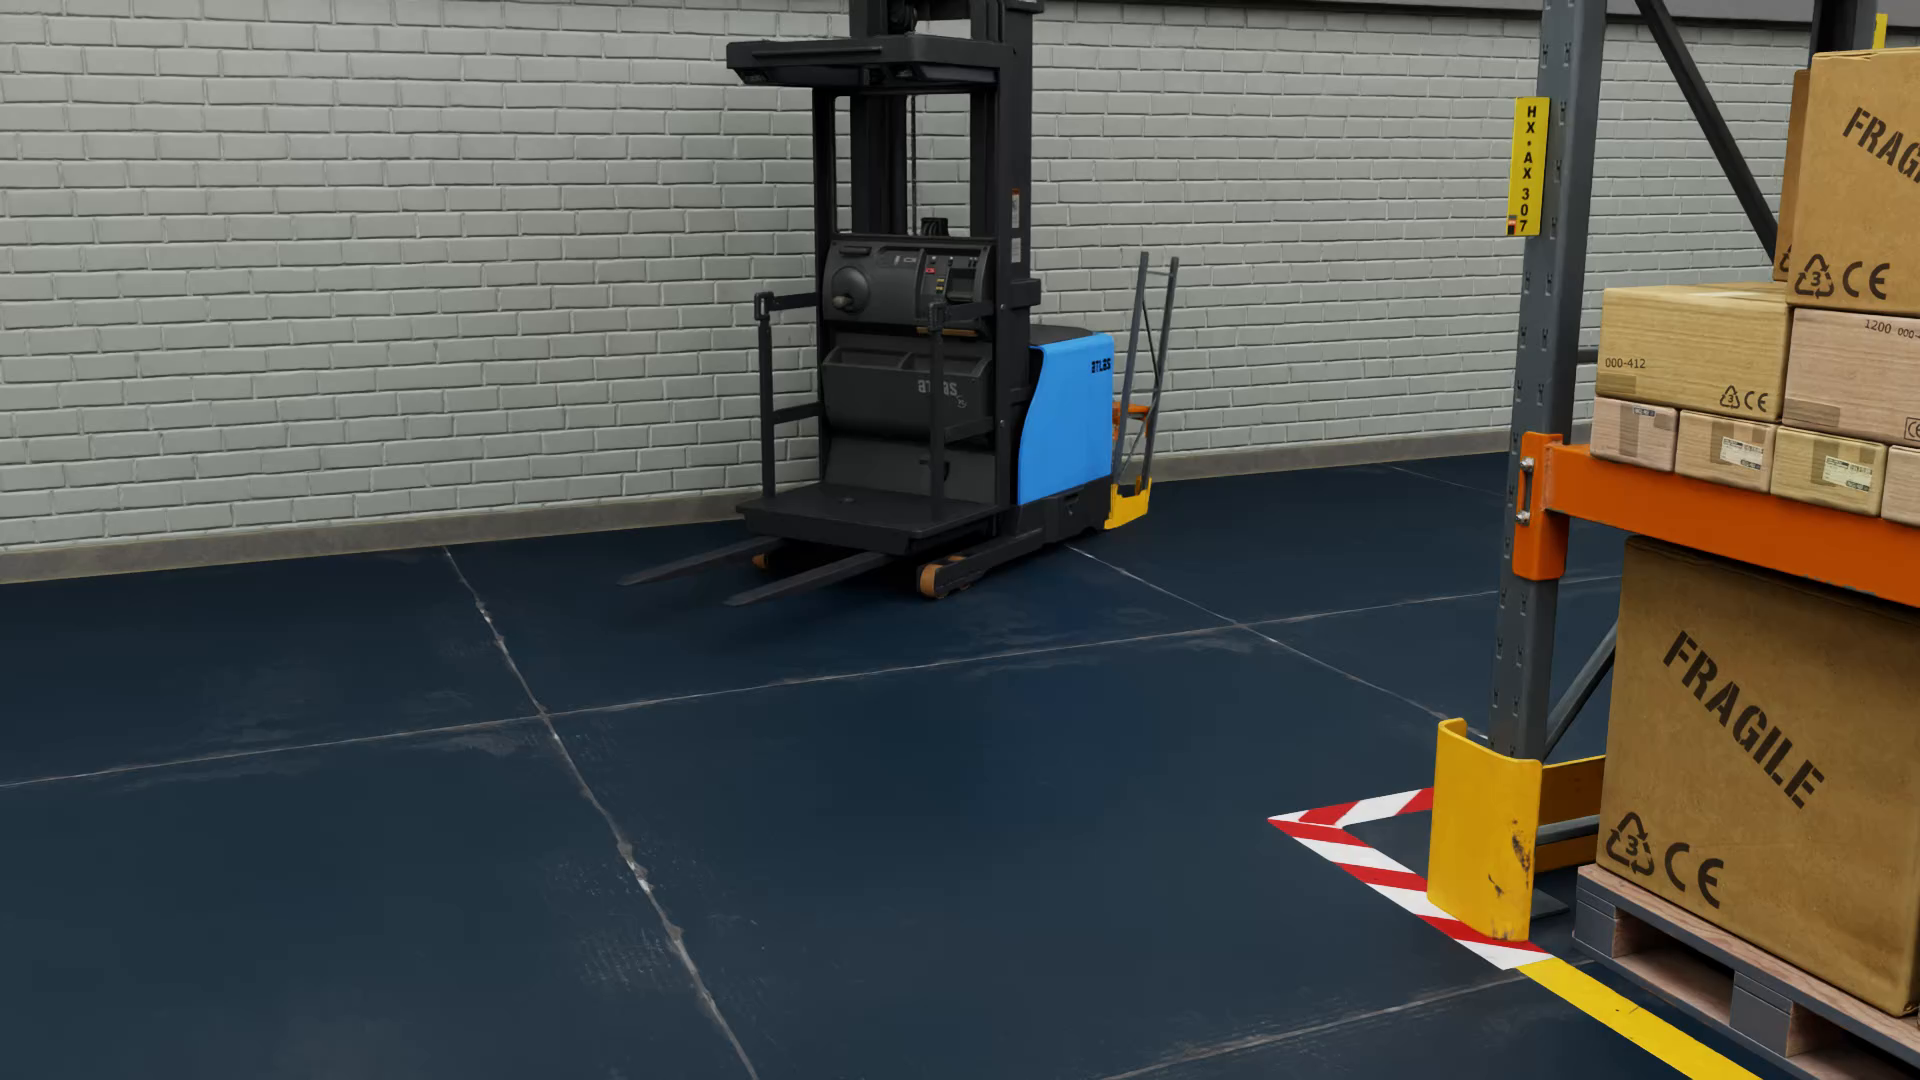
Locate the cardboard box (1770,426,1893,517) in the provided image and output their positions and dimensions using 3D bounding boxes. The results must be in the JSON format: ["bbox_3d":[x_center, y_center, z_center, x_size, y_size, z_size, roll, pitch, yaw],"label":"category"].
[{"bbox_3d":[1.930,-0.159,3.462,0.380,0.149,0.250,-6,14,-24],"label":"cardboard box"}]

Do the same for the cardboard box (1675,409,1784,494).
[{"bbox_3d":[1.827,-0.212,3.690,0.380,0.149,0.250,-6,14,-24],"label":"cardboard box"}]

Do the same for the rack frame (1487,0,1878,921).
[{"bbox_3d":[1.883,-0.490,4.336,1.000,3.000,0.127,-6,14,-23],"label":"rack frame"}]

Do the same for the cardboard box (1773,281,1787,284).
[{"bbox_3d":[2.320,-0.486,3.990,0.500,0.250,0.500,-6,14,-24],"label":"cardboard box"}]

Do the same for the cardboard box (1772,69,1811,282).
[{"bbox_3d":[2.319,-0.851,3.903,0.500,0.500,0.500,-5,14,-22],"label":"cardboard box"}]

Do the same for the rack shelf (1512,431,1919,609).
[{"bbox_3d":[2.684,0.273,2.632,1.077,0.370,4.000,-6,14,-23],"label":"rack shelf"}]

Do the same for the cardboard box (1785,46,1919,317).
[{"bbox_3d":[2.028,-0.701,3.255,0.500,0.500,0.500,-6,14,-24],"label":"cardboard box"}]

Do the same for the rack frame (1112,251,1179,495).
[{"bbox_3d":[1.007,-0.823,9.185,0.032,1.500,0.500,12,11,27],"label":"rack frame"}]

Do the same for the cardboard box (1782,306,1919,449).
[{"bbox_3d":[2.042,-0.332,3.324,0.500,0.250,0.500,-6,14,-24],"label":"cardboard box"}]

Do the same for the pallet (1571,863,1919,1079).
[{"bbox_3d":[2.275,1.026,3.967,1.003,0.211,1.213,-6,14,-23],"label":"pallet"}]

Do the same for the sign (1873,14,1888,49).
[{"bbox_3d":[2.386,-1.216,4.378,0.100,0.325,0.005,-6,14,-23],"label":"sign"}]

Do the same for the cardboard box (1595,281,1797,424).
[{"bbox_3d":[1.828,-0.439,3.786,0.500,0.250,0.500,-6,14,-24],"label":"cardboard box"}]

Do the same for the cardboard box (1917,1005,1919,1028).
[{"bbox_3d":[2.577,0.653,3.176,0.875,0.875,0.875,-6,14,-23],"label":"cardboard box"}]

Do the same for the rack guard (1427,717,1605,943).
[{"bbox_3d":[1.873,0.722,4.639,1.175,0.500,0.348,-6,14,-23],"label":"rack guard"}]

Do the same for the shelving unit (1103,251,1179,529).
[{"bbox_3d":[0.554,-0.916,9.417,1.083,1.500,0.587,12,11,27],"label":"shelving unit"}]

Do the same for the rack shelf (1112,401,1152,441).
[{"bbox_3d":[0.541,-0.738,9.443,1.000,0.185,0.538,12,11,27],"label":"rack shelf"}]

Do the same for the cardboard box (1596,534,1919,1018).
[{"bbox_3d":[2.213,0.465,3.988,0.875,0.875,0.875,-6,14,-23],"label":"cardboard box"}]

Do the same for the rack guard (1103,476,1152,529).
[{"bbox_3d":[0.917,-0.214,9.297,0.087,0.250,0.587,12,11,27],"label":"rack guard"}]

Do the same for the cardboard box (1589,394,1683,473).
[{"bbox_3d":[1.723,-0.265,3.919,0.380,0.149,0.250,-5,14,-22],"label":"cardboard box"}]

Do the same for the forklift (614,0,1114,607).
[{"bbox_3d":[-0.379,-1.273,7.869,1.130,2.935,3.031,8,15,32],"label":"forklift"}]

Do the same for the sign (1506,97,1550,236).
[{"bbox_3d":[1.372,-0.902,4.018,0.100,0.325,0.005,-6,14,-23],"label":"sign"}]

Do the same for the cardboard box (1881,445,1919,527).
[{"bbox_3d":[2.035,-0.105,3.230,0.380,0.149,0.250,-6,14,-24],"label":"cardboard box"}]
